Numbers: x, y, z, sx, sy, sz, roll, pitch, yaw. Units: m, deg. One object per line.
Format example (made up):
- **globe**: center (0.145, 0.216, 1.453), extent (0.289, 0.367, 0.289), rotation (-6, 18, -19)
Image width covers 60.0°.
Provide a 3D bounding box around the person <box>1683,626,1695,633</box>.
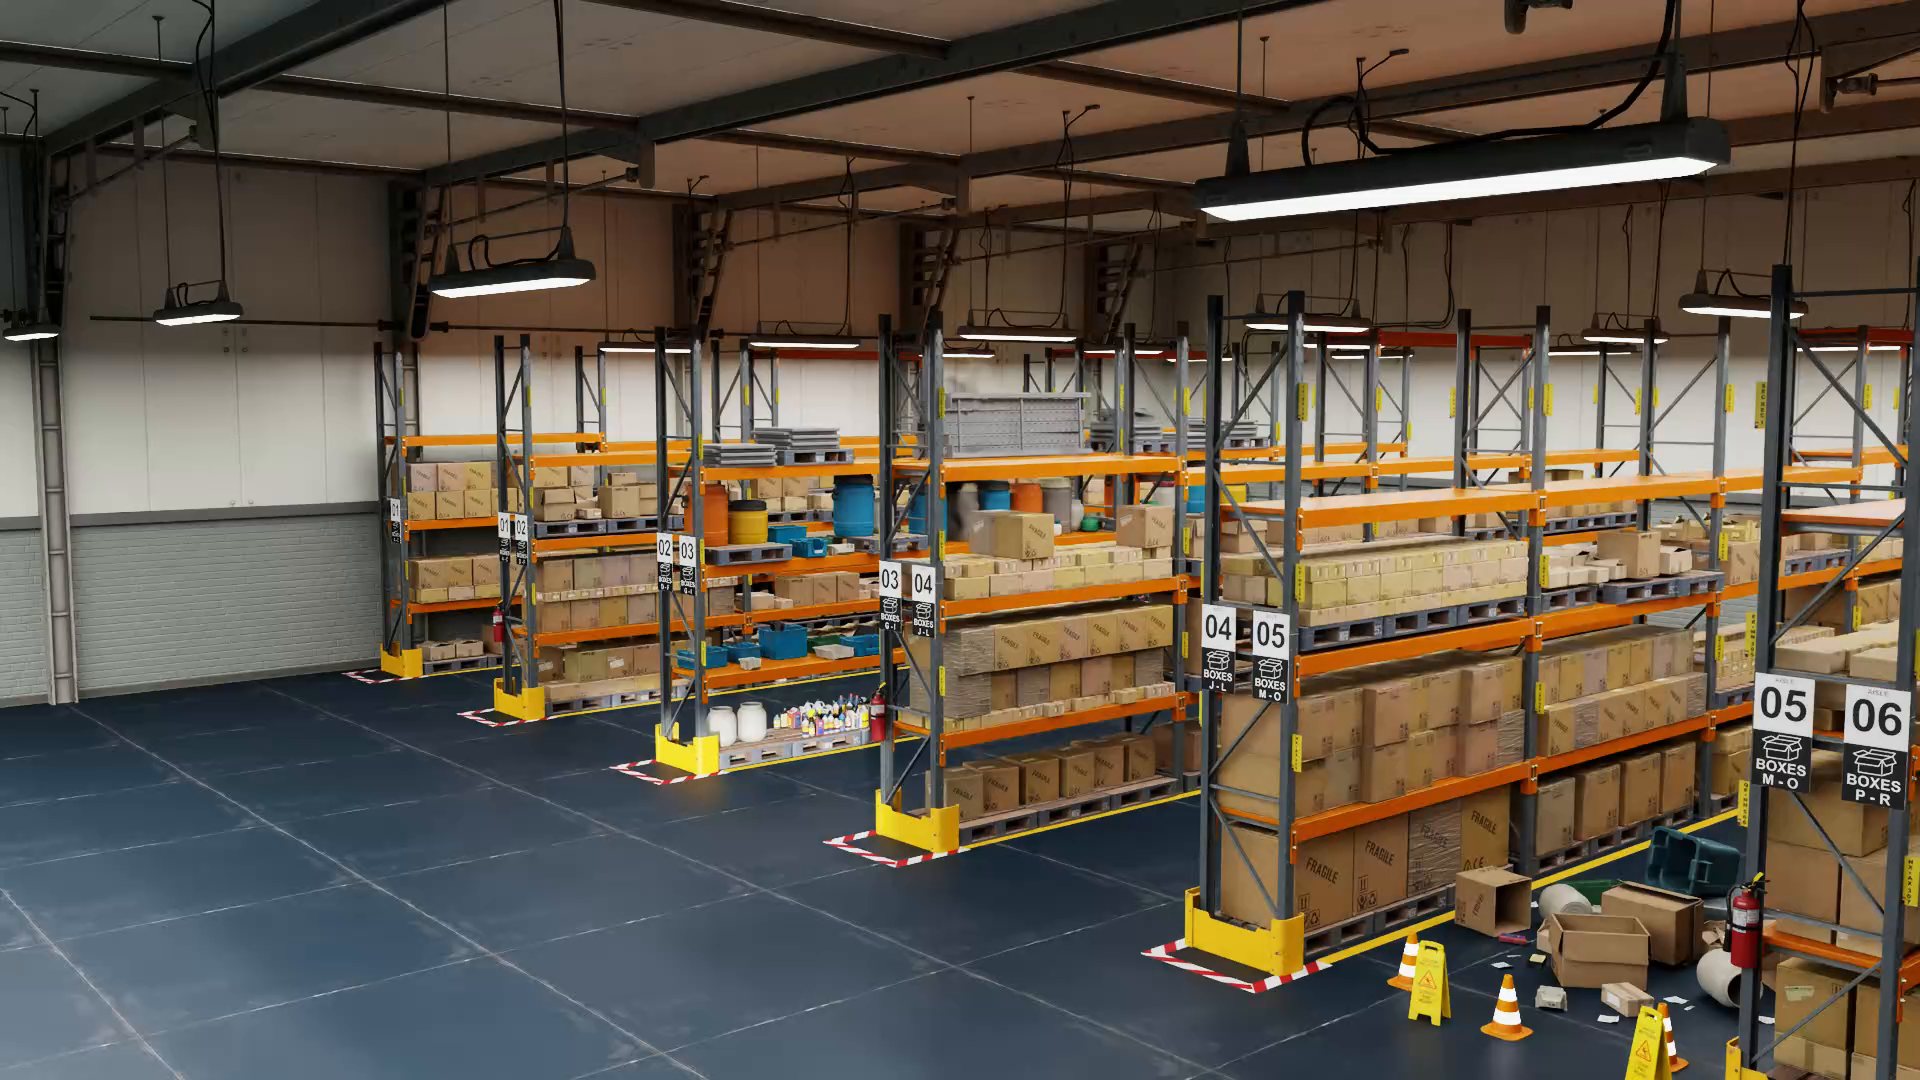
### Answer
- **person**: center (10.643, 2.110, 24.245), extent (0.888, 1.741, 0.650), rotation (-3, 6, -33)
